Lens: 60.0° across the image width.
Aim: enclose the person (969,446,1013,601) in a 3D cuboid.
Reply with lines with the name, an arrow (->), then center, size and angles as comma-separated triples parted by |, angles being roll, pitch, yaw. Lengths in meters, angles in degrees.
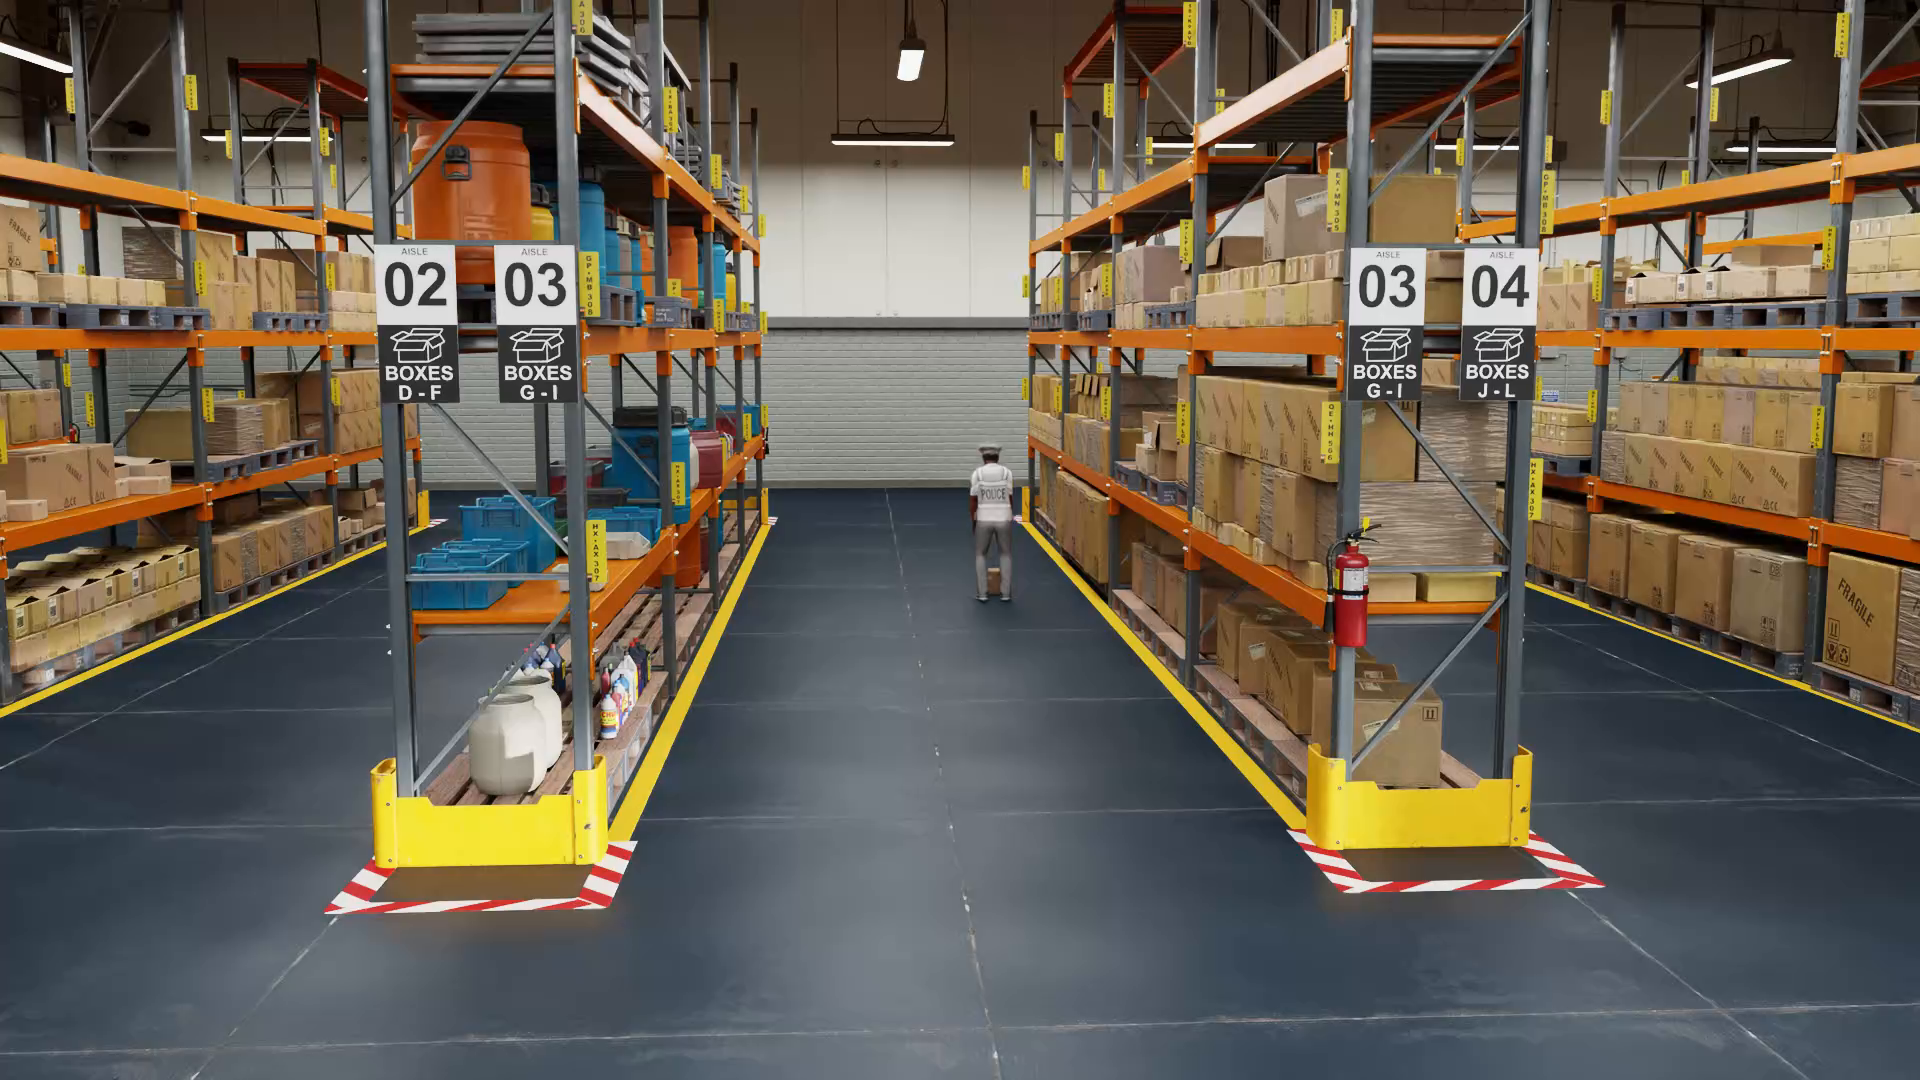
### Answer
person -> 0.324, -0.171, 17.365 | 0.457, 1.624, 0.442 | 0, 7, -2
